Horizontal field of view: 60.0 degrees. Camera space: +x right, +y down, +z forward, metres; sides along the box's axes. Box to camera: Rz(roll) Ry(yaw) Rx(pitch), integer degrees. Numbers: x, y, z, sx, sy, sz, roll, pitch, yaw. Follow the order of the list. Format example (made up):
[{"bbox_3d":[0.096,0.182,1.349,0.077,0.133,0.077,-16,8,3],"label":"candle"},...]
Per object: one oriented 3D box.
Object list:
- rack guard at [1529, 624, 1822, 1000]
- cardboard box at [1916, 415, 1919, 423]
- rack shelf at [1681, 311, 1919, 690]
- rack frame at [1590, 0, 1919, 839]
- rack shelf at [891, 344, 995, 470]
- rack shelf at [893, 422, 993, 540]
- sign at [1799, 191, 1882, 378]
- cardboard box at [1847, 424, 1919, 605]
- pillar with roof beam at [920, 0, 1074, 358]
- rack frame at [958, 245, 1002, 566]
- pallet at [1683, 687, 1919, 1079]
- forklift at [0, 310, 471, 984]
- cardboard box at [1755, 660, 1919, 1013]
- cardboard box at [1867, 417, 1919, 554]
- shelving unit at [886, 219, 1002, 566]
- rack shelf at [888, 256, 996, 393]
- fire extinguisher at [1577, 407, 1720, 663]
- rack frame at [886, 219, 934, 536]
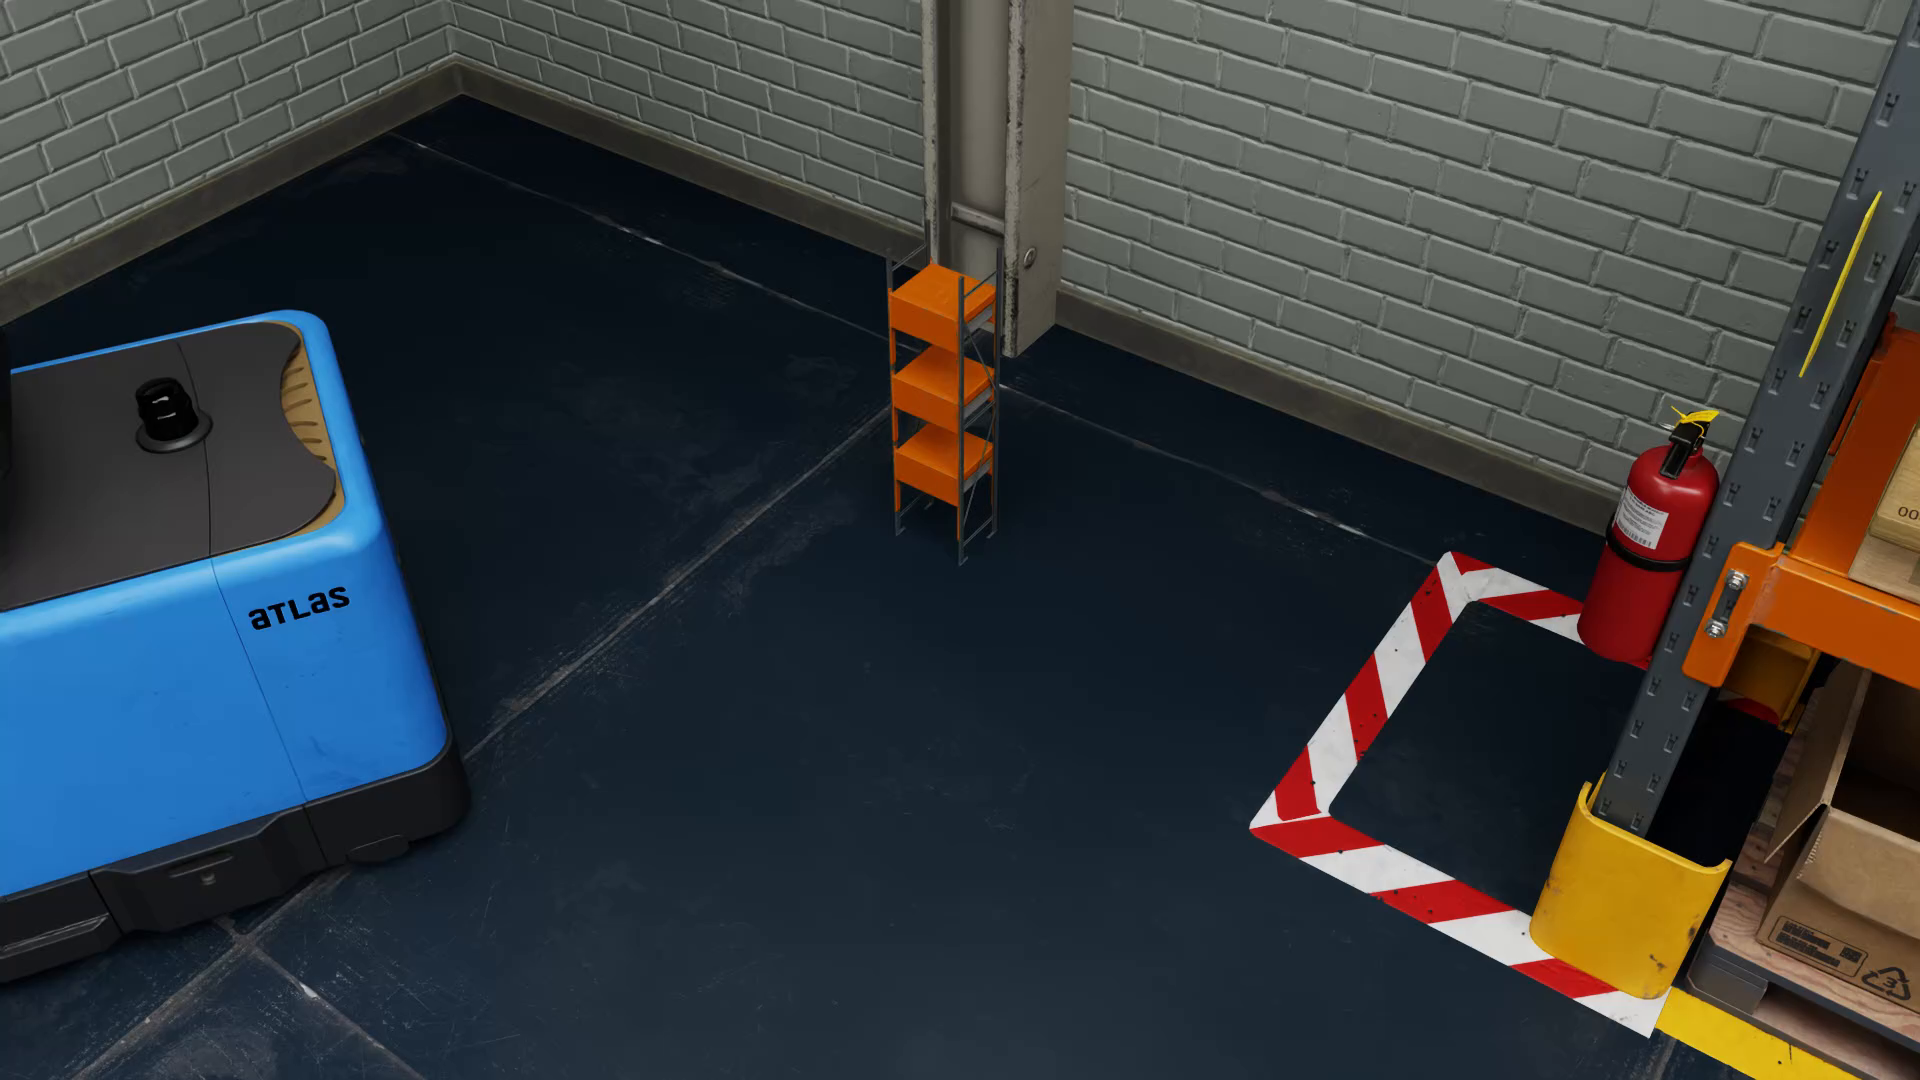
[{"bbox_3d":[1.873,0.555,4.255,0.348,0.500,1.175,25,48,25],"label":"rack guard"},{"bbox_3d":[2.236,-0.331,3.559,0.250,0.149,0.380,25,47,25],"label":"cardboard box"},{"bbox_3d":[3.448,0.628,2.838,4.000,0.370,1.077,25,48,25],"label":"rack shelf"},{"bbox_3d":[1.810,-0.405,3.454,0.127,3.000,1.000,25,48,25],"label":"rack frame"},{"bbox_3d":[-0.044,-0.404,4.930,0.240,0.259,0.215,25,48,25],"label":"rack shelf"},{"bbox_3d":[-0.044,-0.197,5.115,0.240,0.259,0.215,25,48,25],"label":"rack shelf"},{"bbox_3d":[1.499,-0.432,2.834,0.005,0.325,0.100,25,48,25],"label":"sign"},{"bbox_3d":[1.922,-0.036,3.229,0.250,0.149,0.380,25,47,25],"label":"cardboard box"},{"bbox_3d":[-2.352,-1.815,0.530,0.400,9.000,9.100,25,48,25],"label":"pillar with roof beam"},{"bbox_3d":[0.056,-0.365,4.871,0.008,1.050,0.200,25,48,25],"label":"rack frame"},{"bbox_3d":[2.526,0.968,4.010,1.213,0.211,1.003,25,48,25],"label":"pallet"},{"bbox_3d":[-2.850,-0.219,3.297,3.031,2.935,1.130,-17,44,-18],"label":"forklift"},{"bbox_3d":[2.257,0.654,3.826,0.637,0.503,0.797,23,47,24],"label":"cardboard box"},{"bbox_3d":[2.027,-0.140,3.046,0.500,0.250,0.500,25,48,26],"label":"cardboard box"},{"bbox_3d":[-0.044,-0.412,4.923,0.252,1.050,0.215,25,48,25],"label":"shelving unit"},{"bbox_3d":[-0.044,-0.615,4.741,0.240,0.259,0.215,25,48,25],"label":"rack shelf"},{"bbox_3d":[1.425,-0.042,3.385,0.183,0.674,0.296,25,48,25],"label":"fire extinguisher"},{"bbox_3d":[-0.144,-0.458,4.975,0.008,1.050,0.200,25,48,25],"label":"rack frame"}]
